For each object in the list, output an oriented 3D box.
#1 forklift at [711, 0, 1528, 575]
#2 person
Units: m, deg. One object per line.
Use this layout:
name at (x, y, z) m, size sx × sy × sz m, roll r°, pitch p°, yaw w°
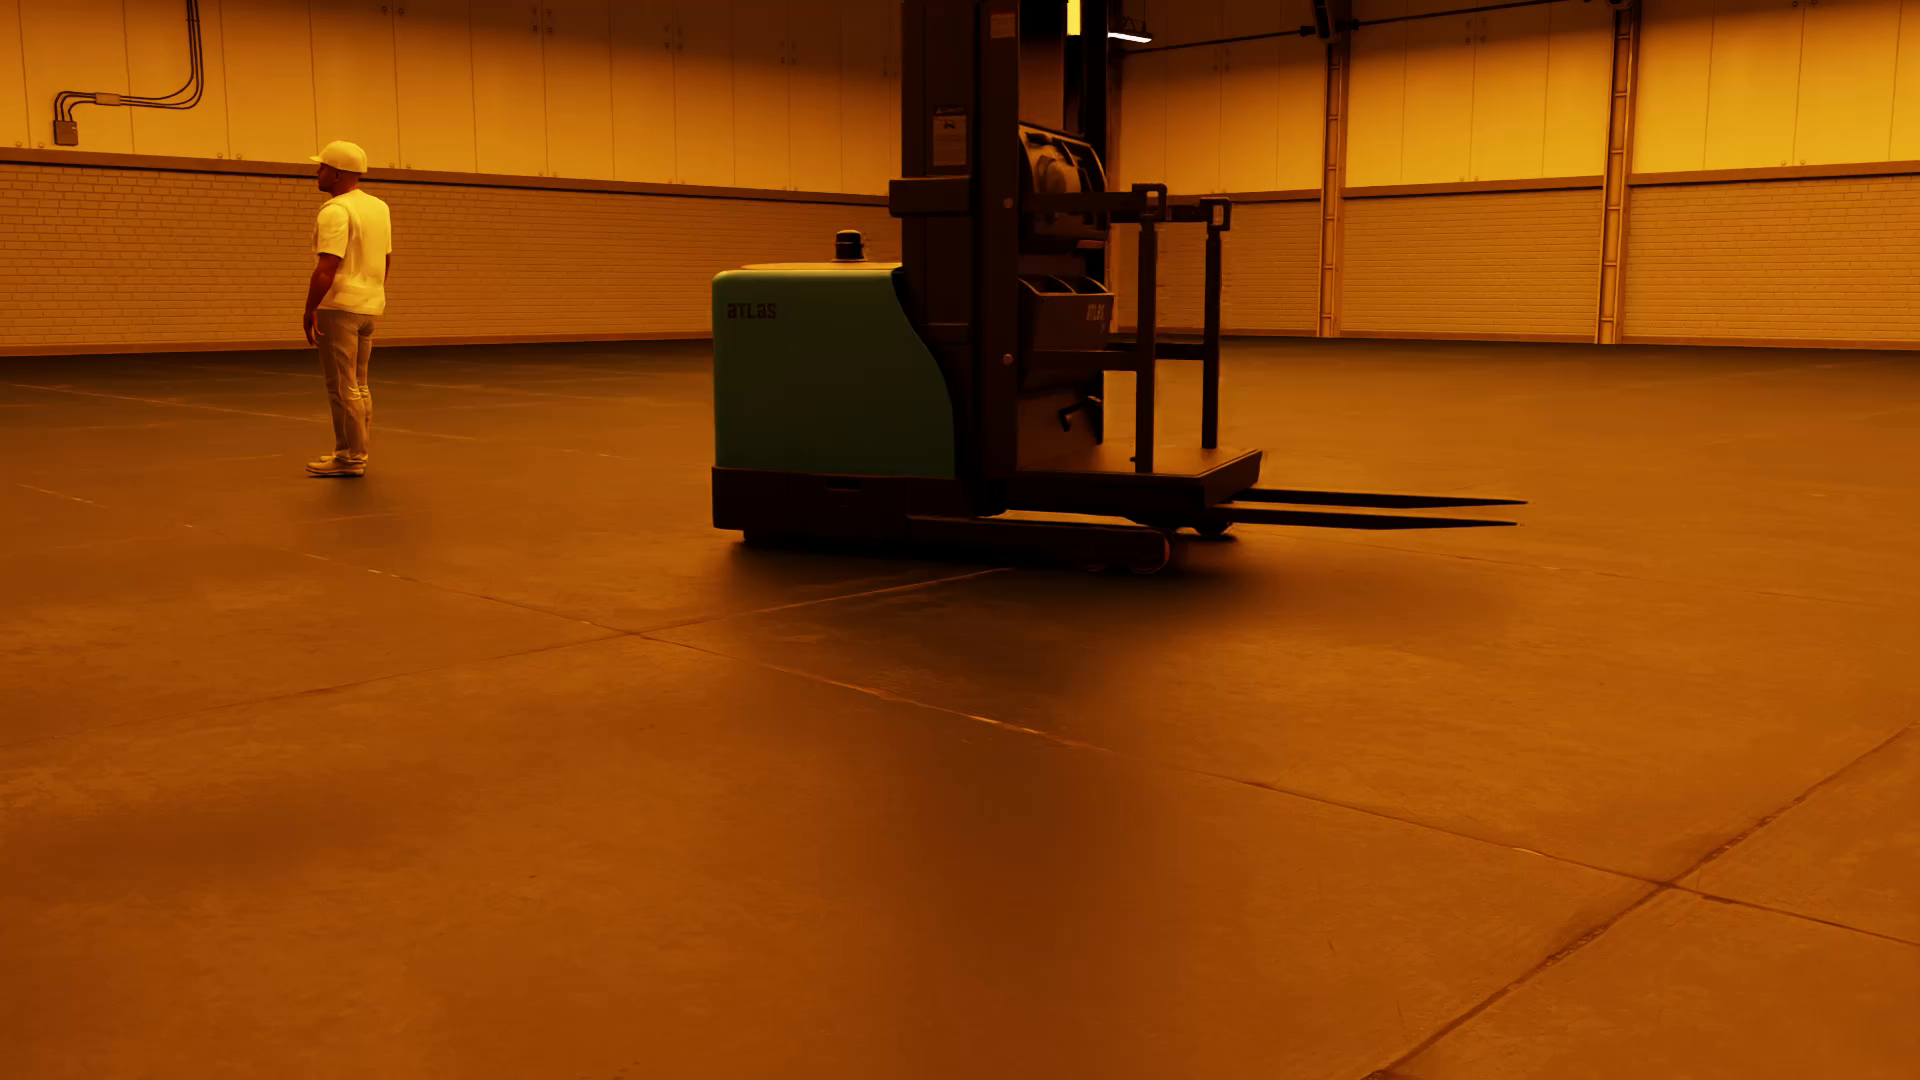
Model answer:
forklift at (0.588, -1.414, 6.266) m, size 3.031 × 2.935 × 1.130 m, roll 3°, pitch 9°, yaw 22°
person at (-3.367, -1.233, 8.930) m, size 0.574 × 1.769 × 0.665 m, roll 1°, pitch 9°, yaw 9°
